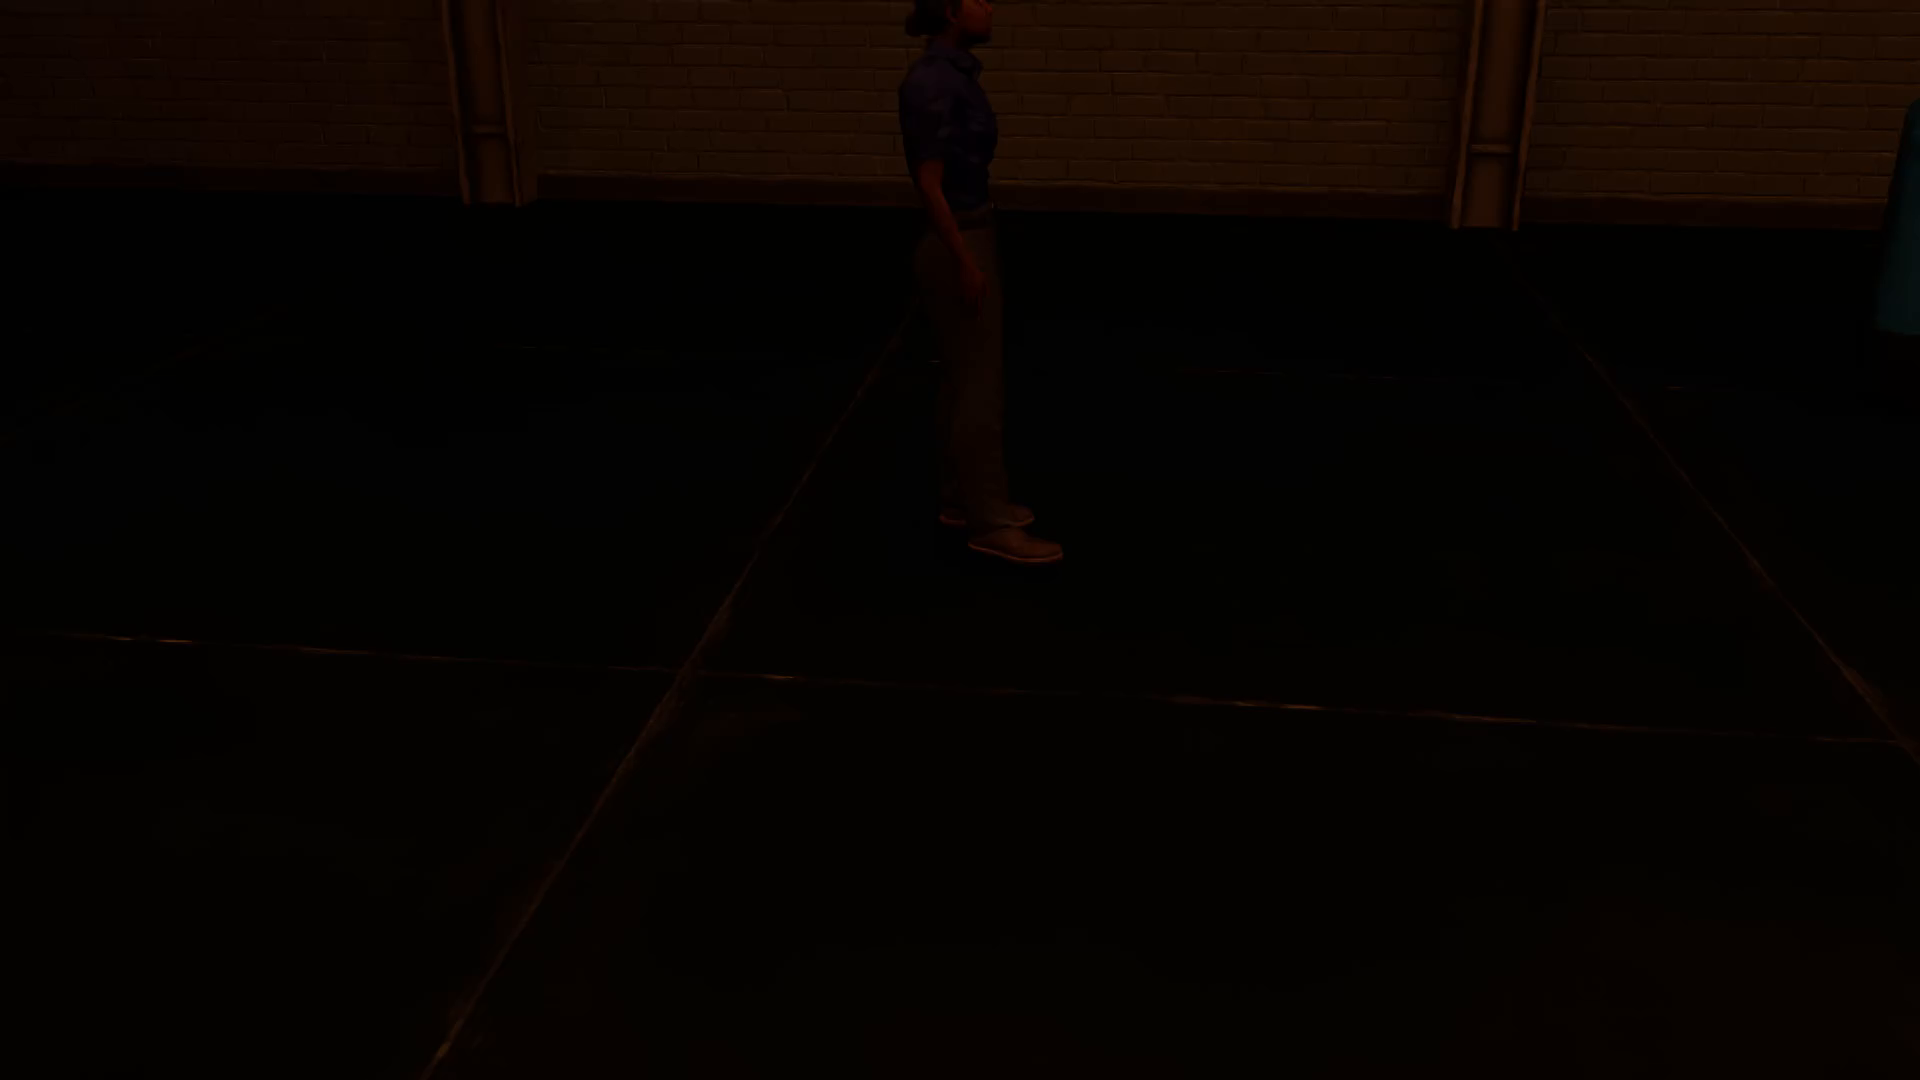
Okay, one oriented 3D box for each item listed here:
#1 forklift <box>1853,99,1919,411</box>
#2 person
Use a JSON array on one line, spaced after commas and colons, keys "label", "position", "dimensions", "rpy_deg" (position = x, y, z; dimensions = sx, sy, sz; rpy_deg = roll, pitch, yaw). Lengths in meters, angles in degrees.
[{"label": "forklift", "position": [5.025, -1.778, 5.668], "dimensions": [3.031, 2.935, 1.130], "rpy_deg": [11, 24, 25]}, {"label": "person", "position": [0.084, -0.794, 4.825], "dimensions": [0.504, 1.642, 0.570], "rpy_deg": [3, 22, 7]}]
